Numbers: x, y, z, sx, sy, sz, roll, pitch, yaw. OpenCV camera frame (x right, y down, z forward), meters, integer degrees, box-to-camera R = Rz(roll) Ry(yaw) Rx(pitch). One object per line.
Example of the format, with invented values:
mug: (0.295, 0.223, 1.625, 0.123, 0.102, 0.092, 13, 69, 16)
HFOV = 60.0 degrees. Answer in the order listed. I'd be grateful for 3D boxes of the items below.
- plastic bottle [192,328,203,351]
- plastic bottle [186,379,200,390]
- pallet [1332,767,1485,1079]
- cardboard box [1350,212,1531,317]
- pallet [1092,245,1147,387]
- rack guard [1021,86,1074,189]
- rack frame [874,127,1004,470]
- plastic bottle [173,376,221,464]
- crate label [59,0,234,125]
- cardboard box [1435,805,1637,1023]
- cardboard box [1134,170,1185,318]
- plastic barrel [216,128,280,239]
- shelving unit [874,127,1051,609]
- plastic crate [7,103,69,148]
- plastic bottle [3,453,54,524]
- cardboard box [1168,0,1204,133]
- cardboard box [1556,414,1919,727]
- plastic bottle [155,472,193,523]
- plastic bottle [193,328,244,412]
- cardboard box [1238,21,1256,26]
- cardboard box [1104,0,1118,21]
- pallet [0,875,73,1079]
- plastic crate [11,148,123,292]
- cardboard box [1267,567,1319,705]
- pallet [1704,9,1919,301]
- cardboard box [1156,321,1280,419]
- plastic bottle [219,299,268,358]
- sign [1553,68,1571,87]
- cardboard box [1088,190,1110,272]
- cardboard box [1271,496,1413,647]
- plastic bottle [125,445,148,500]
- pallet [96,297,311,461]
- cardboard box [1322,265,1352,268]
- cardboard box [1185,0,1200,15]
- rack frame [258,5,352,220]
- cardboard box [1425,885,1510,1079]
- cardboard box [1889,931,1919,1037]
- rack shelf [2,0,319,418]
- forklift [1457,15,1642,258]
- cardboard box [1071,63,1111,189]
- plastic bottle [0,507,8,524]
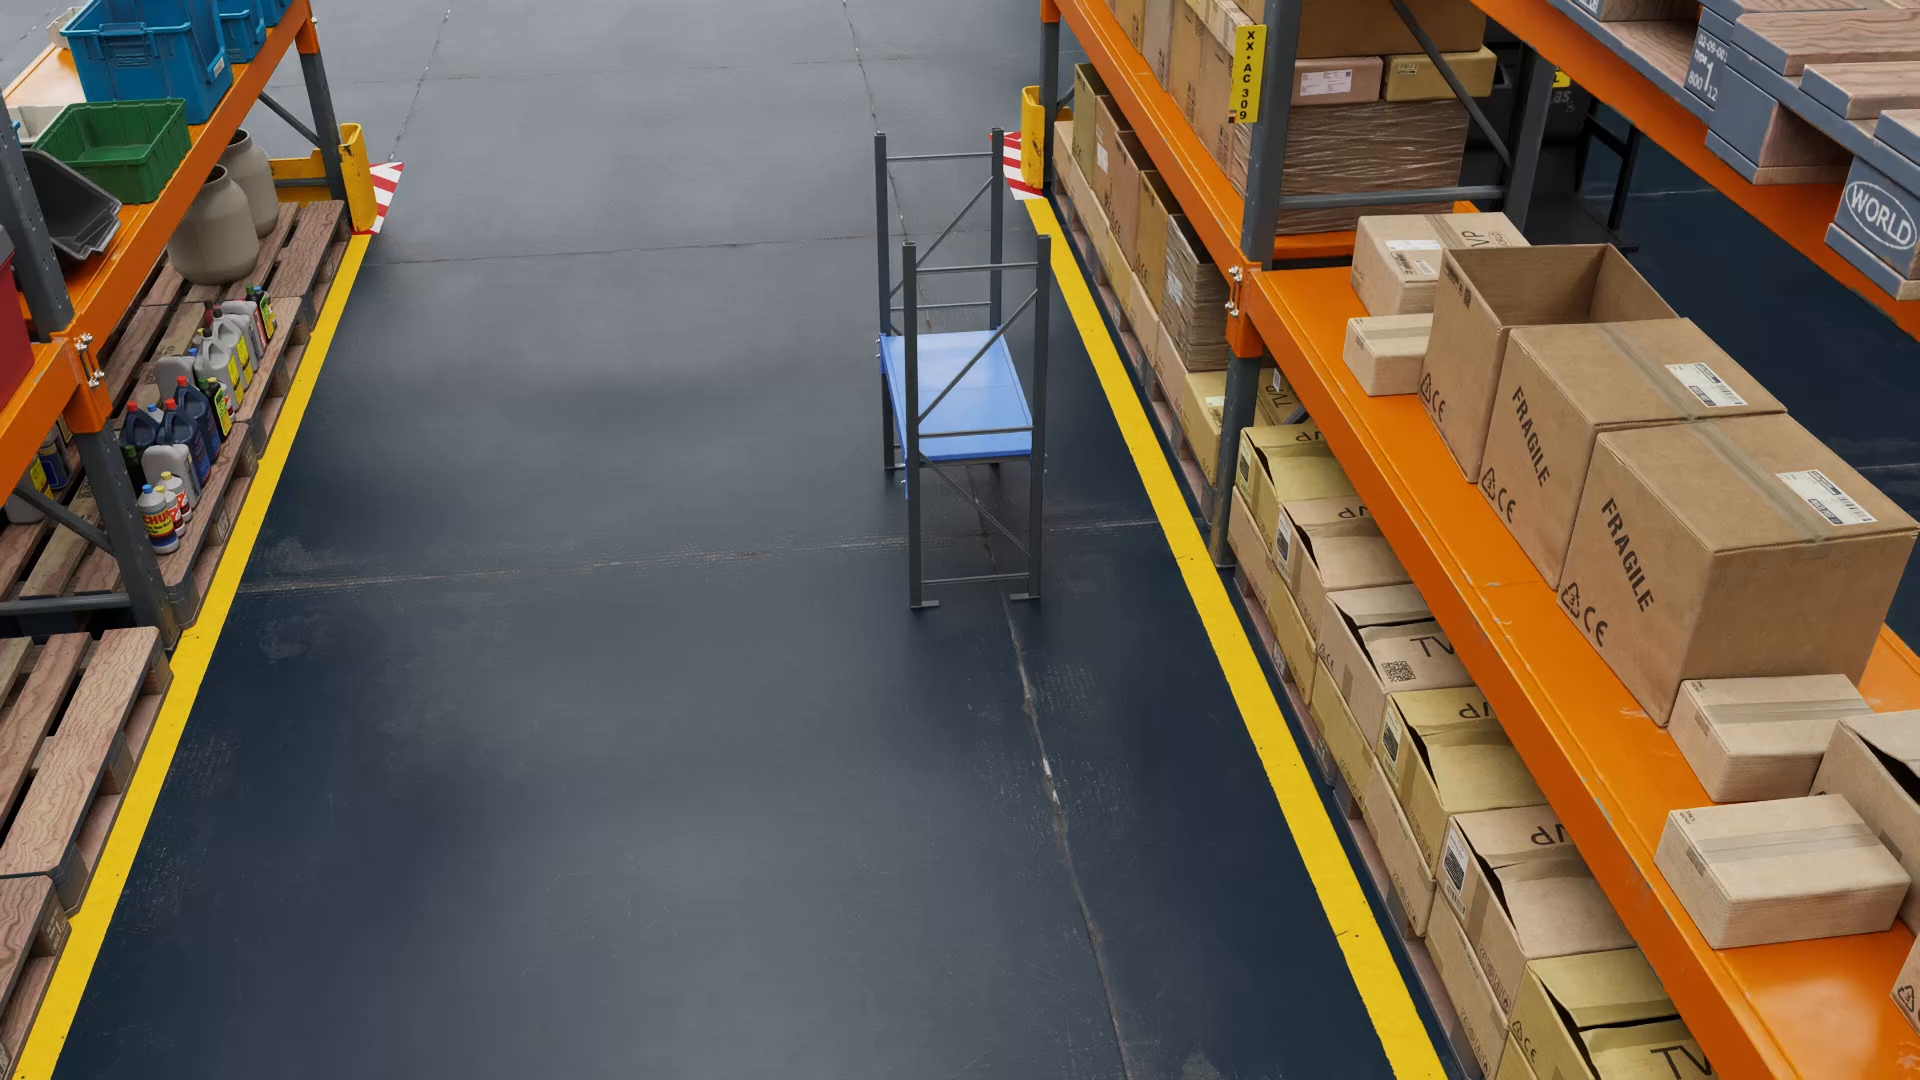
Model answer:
plastic bottle: (-3.361, -0.846, 7.422, 0.097, 0.201, 0.097, 0, 34, 0)
plastic bottle: (-3.188, -0.541, 6.913, 0.097, 0.271, 0.097, 0, 34, 0)
pallet: (1.805, 1.049, 5.023, 1.003, 0.211, 1.213, -4, 35, -6)
cardboard box: (1.610, -0.860, 5.482, 0.500, 0.250, 0.500, -2, 34, -3)
pallet: (1.267, -1.170, 8.280, 1.003, 0.211, 1.213, -4, 35, -6)
rack guard: (0.959, -2.406, 9.837, 1.175, 0.500, 0.348, -4, 35, -6)
rack frame: (-0.080, -0.951, 6.814, 0.500, 1.500, 0.032, -4, 35, -6)
plastic bottle: (-3.131, -0.495, 6.774, 0.144, 0.351, 0.185, -6, 35, -8)
crate label: (-3.431, -2.060, 7.079, 0.502, 0.435, 0.616, -4, 35, -6)
cardboard box: (1.582, 0.925, 4.300, 0.500, 0.311, 0.500, -5, 35, -7)
cardboard box: (1.095, -1.341, 7.458, 0.500, 0.500, 0.500, -4, 35, -6)
plastic barrel: (-3.782, -1.836, 8.617, 0.421, 0.512, 0.421, 0, 34, 0)
shelving unit: (-0.011, -0.667, 6.397, 0.538, 1.500, 1.048, -4, 35, -6)
plastic crate: (-3.878, -1.598, 6.666, 0.530, 0.136, 0.437, -4, 35, -6)
plastic bottle: (-3.638, -0.256, 6.424, 0.144, 0.351, 0.185, -4, 35, -6)
cardboard box: (1.293, -2.056, 7.015, 0.700, 0.500, 0.500, -4, 34, -6)
cardboard box: (1.796, 0.062, 3.906, 0.500, 0.500, 0.500, -6, 35, -9)
plastic bottle: (-3.044, -0.170, 6.430, 0.097, 0.201, 0.097, 0, 34, 0)
plastic bottle: (-3.189, -0.732, 7.122, 0.144, 0.351, 0.185, -5, 35, -7)
cardboard box: (1.220, -1.776, 6.028, 0.380, 0.149, 0.250, -5, 35, -7)
cardboard box: (1.088, -2.913, 8.272, 0.700, 0.500, 0.500, -4, 34, -5)
pallet: (-3.097, 1.450, 4.435, 1.003, 0.211, 1.213, -4, 35, -6)
plastic crate: (-3.353, -1.096, 5.750, 0.767, 0.338, 0.504, -4, 35, -6)
cardboard box: (1.376, 0.298, 5.717, 0.500, 0.250, 0.500, -4, 34, -5)
pallet: (1.858, -0.495, 2.316, 1.213, 0.211, 1.003, -3, 34, -4)
cardboard box: (1.164, -0.753, 7.260, 0.500, 0.250, 0.500, -4, 35, -6)
plastic bottle: (-3.258, -0.974, 7.544, 0.152, 0.276, 0.135, -4, 34, -6)
sign: (2.037, -1.686, 5.602, 0.100, 0.325, 0.005, -4, 35, -6)
cardboard box: (0.952, -1.589, 8.487, 0.500, 0.250, 0.500, -4, 35, -6)
cardboard box: (1.371, 0.067, 5.559, 0.500, 0.311, 0.500, -5, 35, -7)
plastic bottle: (-3.193, -0.261, 6.490, 0.061, 0.283, 0.133, -4, 35, -6)
pallet: (-3.625, -0.728, 7.631, 1.003, 0.211, 1.213, -4, 35, -6)
cardboard box: (1.748, -0.823, 6.697, 0.500, 0.500, 0.500, -4, 35, -6)
cardboard box: (1.116, -2.206, 6.659, 0.380, 0.149, 0.250, -5, 35, -7)
rack frame: (-3.947, -3.052, 8.566, 1.000, 3.000, 0.127, -4, 35, -6)
cardboard box: (1.588, 1.158, 4.456, 0.500, 0.250, 0.500, -4, 34, -5)
cardboard box: (2.033, 0.869, 2.890, 0.500, 0.311, 0.500, -2, 34, -3)
rack shelf: (-3.678, -1.639, 7.130, 1.077, 0.370, 4.000, -4, 35, -6)
forklift: (2.781, -2.600, 7.962, 1.130, 2.935, 3.031, -5, 35, -7)
cardboard box: (0.883, -2.178, 8.685, 0.500, 0.500, 0.500, -4, 35, -6)
plastic bottle: (-3.781, -0.245, 6.408, 0.144, 0.351, 0.185, -5, 35, -8)
